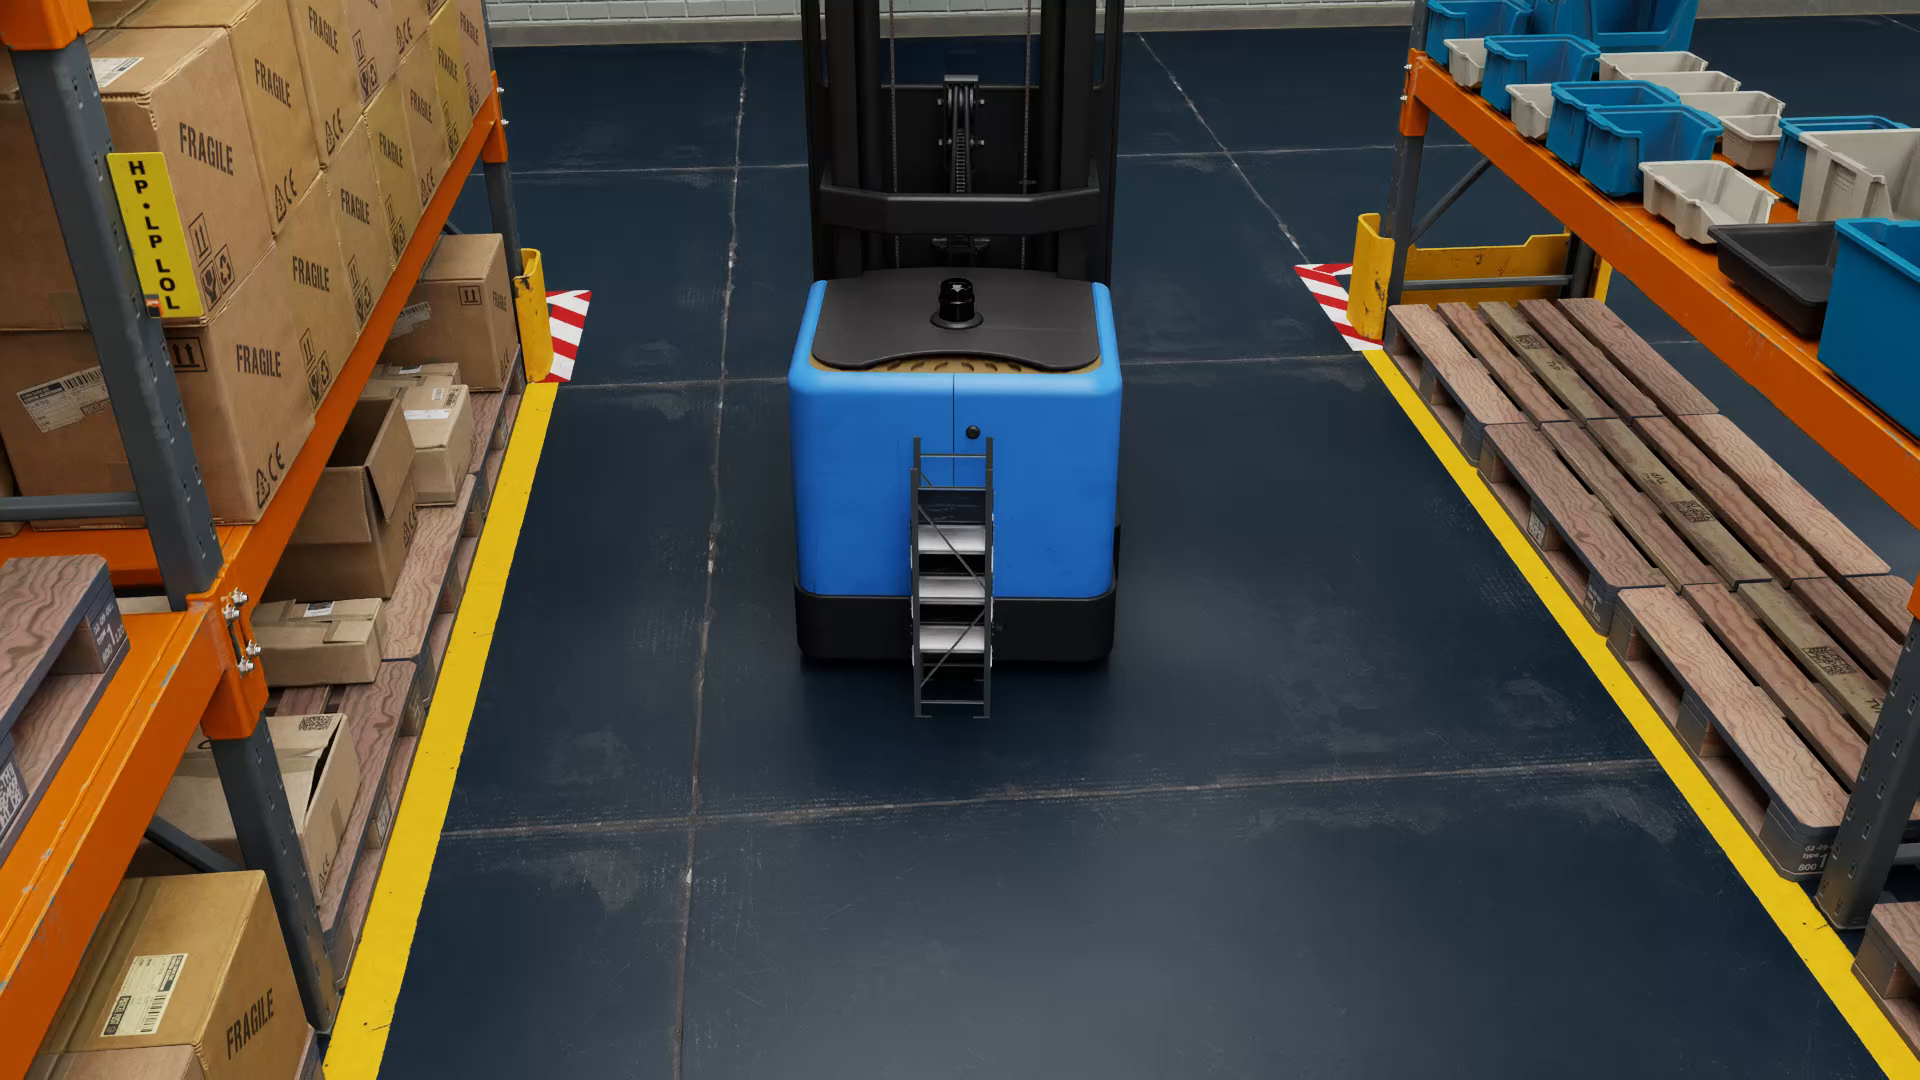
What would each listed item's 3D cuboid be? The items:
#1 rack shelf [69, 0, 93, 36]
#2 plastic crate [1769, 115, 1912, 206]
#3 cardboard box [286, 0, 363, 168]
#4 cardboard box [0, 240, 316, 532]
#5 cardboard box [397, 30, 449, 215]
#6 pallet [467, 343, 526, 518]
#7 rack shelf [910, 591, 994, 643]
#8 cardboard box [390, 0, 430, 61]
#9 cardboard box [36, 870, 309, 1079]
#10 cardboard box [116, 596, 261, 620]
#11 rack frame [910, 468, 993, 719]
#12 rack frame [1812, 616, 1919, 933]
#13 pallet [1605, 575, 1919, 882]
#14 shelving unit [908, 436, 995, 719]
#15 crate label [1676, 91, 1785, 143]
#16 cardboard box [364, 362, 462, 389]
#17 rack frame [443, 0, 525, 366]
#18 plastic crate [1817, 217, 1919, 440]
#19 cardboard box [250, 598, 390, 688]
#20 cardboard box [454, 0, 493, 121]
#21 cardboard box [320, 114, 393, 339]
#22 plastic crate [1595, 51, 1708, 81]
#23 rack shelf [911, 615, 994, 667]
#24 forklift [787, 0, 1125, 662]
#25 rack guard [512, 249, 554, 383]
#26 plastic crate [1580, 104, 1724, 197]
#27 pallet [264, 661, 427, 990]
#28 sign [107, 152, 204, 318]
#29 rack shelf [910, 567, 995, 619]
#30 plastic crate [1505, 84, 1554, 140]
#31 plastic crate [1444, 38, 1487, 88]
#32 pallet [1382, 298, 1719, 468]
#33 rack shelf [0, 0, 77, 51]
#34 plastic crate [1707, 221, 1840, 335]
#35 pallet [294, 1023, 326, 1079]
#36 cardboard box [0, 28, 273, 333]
[{"bbox_3d":[-2.266,-2.050,4.533,1.077,0.370,4.000,-3,31,-5],"label":"rack shelf"},{"bbox_3d":[2.926,-1.245,5.514,0.416,0.233,0.300,-3,31,-5],"label":"plastic crate"},{"bbox_3d":[-1.939,-1.302,4.432,0.500,0.500,0.500,-4,31,-6],"label":"cardboard box"},{"bbox_3d":[-1.855,-0.366,3.840,0.500,0.500,0.500,-2,31,-3],"label":"cardboard box"},{"bbox_3d":[-2.047,-1.400,5.571,0.500,0.500,0.500,-3,31,-4],"label":"cardboard box"},{"bbox_3d":[-2.370,-0.449,6.796,1.003,0.211,1.213,-3,31,-5],"label":"pallet"},{"bbox_3d":[-0.022,0.234,5.221,0.258,0.077,0.200,1,31,1],"label":"rack shelf"},{"bbox_3d":[-2.036,-1.828,5.313,0.500,0.500,0.500,-2,31,-3],"label":"cardboard box"},{"bbox_3d":[-1.748,1.072,3.538,0.500,0.500,0.500,-3,31,-5],"label":"cardboard box"},{"bbox_3d":[-2.485,0.255,5.091,0.500,0.311,0.500,-3,31,-5],"label":"cardboard box"},{"bbox_3d":[-0.024,0.180,5.070,0.240,0.900,0.006,1,31,1],"label":"rack frame"},{"bbox_3d":[2.853,-0.285,3.803,1.000,3.000,0.127,-3,31,-5],"label":"rack frame"},{"bbox_3d":[2.746,0.538,5.143,1.003,0.211,1.213,-3,31,-5],"label":"pallet"},{"bbox_3d":[-0.022,0.128,5.158,0.258,0.900,0.210,1,31,1],"label":"shelving unit"},{"bbox_3d":[2.799,-1.543,6.106,0.396,0.136,0.243,-3,31,-5],"label":"crate label"},{"bbox_3d":[-2.208,-0.588,6.643,0.380,0.166,0.250,-3,31,-5],"label":"cardboard box"},{"bbox_3d":[-2.453,-2.092,6.828,1.000,3.000,0.127,-3,31,-5],"label":"rack frame"},{"bbox_3d":[2.470,-0.526,4.163,0.392,0.384,0.575,-3,31,-5],"label":"plastic crate"},{"bbox_3d":[-1.994,0.312,5.137,0.380,0.166,0.250,-3,31,-5],"label":"cardboard box"},{"bbox_3d":[-2.140,-1.920,6.441,0.500,0.500,0.500,-2,31,-3],"label":"cardboard box"},{"bbox_3d":[-1.951,-0.883,4.706,0.500,0.500,0.500,-3,31,-5],"label":"cardboard box"},{"bbox_3d":[2.736,-1.833,6.591,0.396,0.136,0.243,-3,31,-5],"label":"plastic crate"},{"bbox_3d":[-0.022,0.311,5.267,0.258,0.077,0.200,1,31,1],"label":"rack shelf"},{"bbox_3d":[0.014,-1.579,6.035,1.130,2.935,3.031,1,31,1],"label":"forklift"},{"bbox_3d":[-2.446,-0.980,7.404,1.175,0.500,0.348,-3,31,-5],"label":"rack guard"},{"bbox_3d":[2.326,-1.314,5.630,0.416,0.233,0.300,-3,31,-5],"label":"plastic crate"},{"bbox_3d":[-2.142,0.797,4.711,1.003,0.211,1.213,-3,31,-5],"label":"pallet"},{"bbox_3d":[-1.527,-0.576,3.159,0.100,0.325,0.005,-3,31,-5],"label":"sign"},{"bbox_3d":[-0.022,0.157,5.175,0.258,0.077,0.200,1,31,1],"label":"rack shelf"},{"bbox_3d":[2.186,-1.584,6.176,0.250,0.136,0.298,-3,31,-5],"label":"plastic crate"},{"bbox_3d":[2.122,-1.931,6.756,0.250,0.136,0.298,-3,31,-5],"label":"plastic crate"},{"bbox_3d":[2.518,-0.708,7.229,1.003,0.211,1.213,-3,31,-5],"label":"pallet"},{"bbox_3d":[-1.892,-0.008,1.114,1.077,0.370,4.000,-3,31,-5],"label":"rack shelf"},{"bbox_3d":[2.481,-0.752,4.793,0.437,0.125,0.590,-3,31,-5],"label":"plastic crate"},{"bbox_3d":[-1.965,1.561,3.431,1.003,0.211,1.213,-3,31,-5],"label":"pallet"},{"bbox_3d":[-1.843,-0.776,3.552,0.500,0.500,0.500,-2,31,-3],"label":"cardboard box"}]
